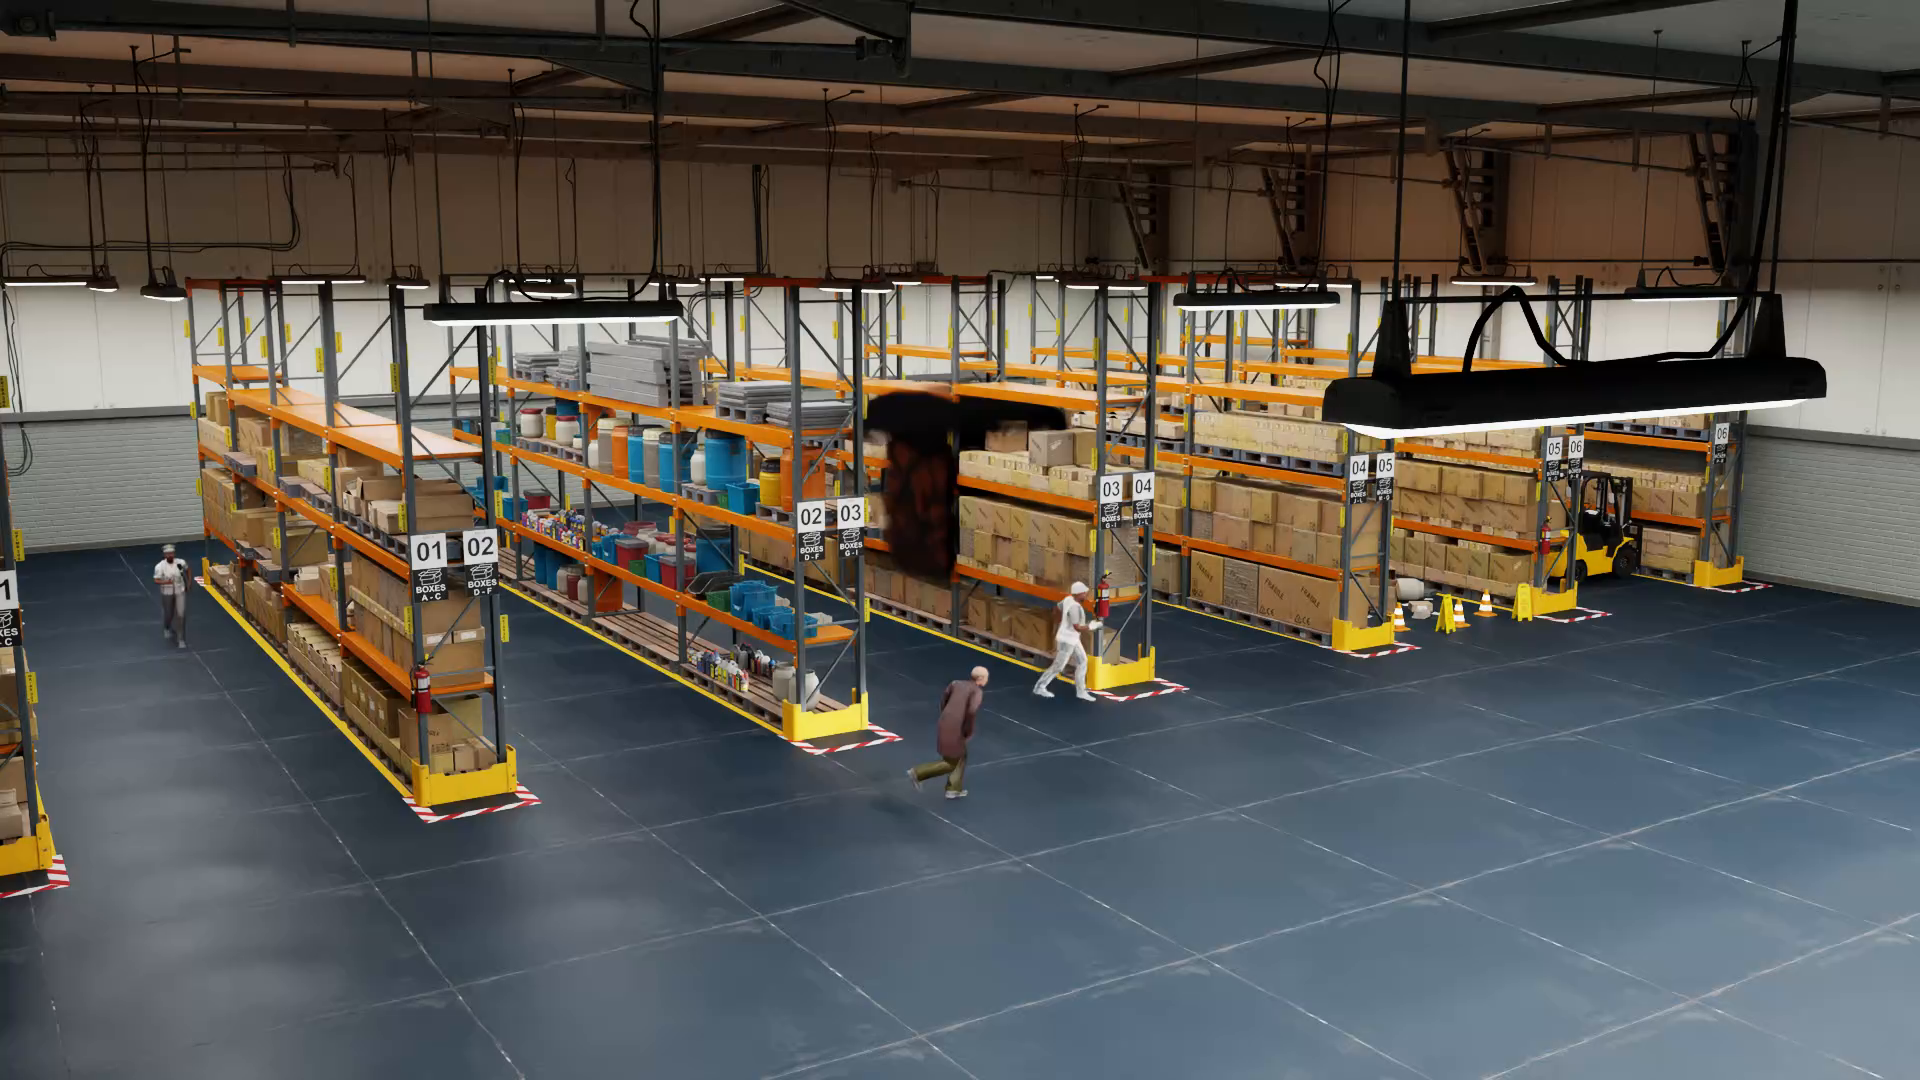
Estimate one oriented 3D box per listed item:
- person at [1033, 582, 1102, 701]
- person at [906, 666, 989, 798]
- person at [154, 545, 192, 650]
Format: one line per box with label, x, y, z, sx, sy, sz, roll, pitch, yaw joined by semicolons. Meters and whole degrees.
person;1.552;1.469;23.858;0.981;1.777;0.707;1;10;8
person;-0.133;2.308;19.630;1.059;1.581;0.717;-5;11;-25
person;-13.036;0.904;27.575;0.570;1.741;0.898;-5;11;-26
